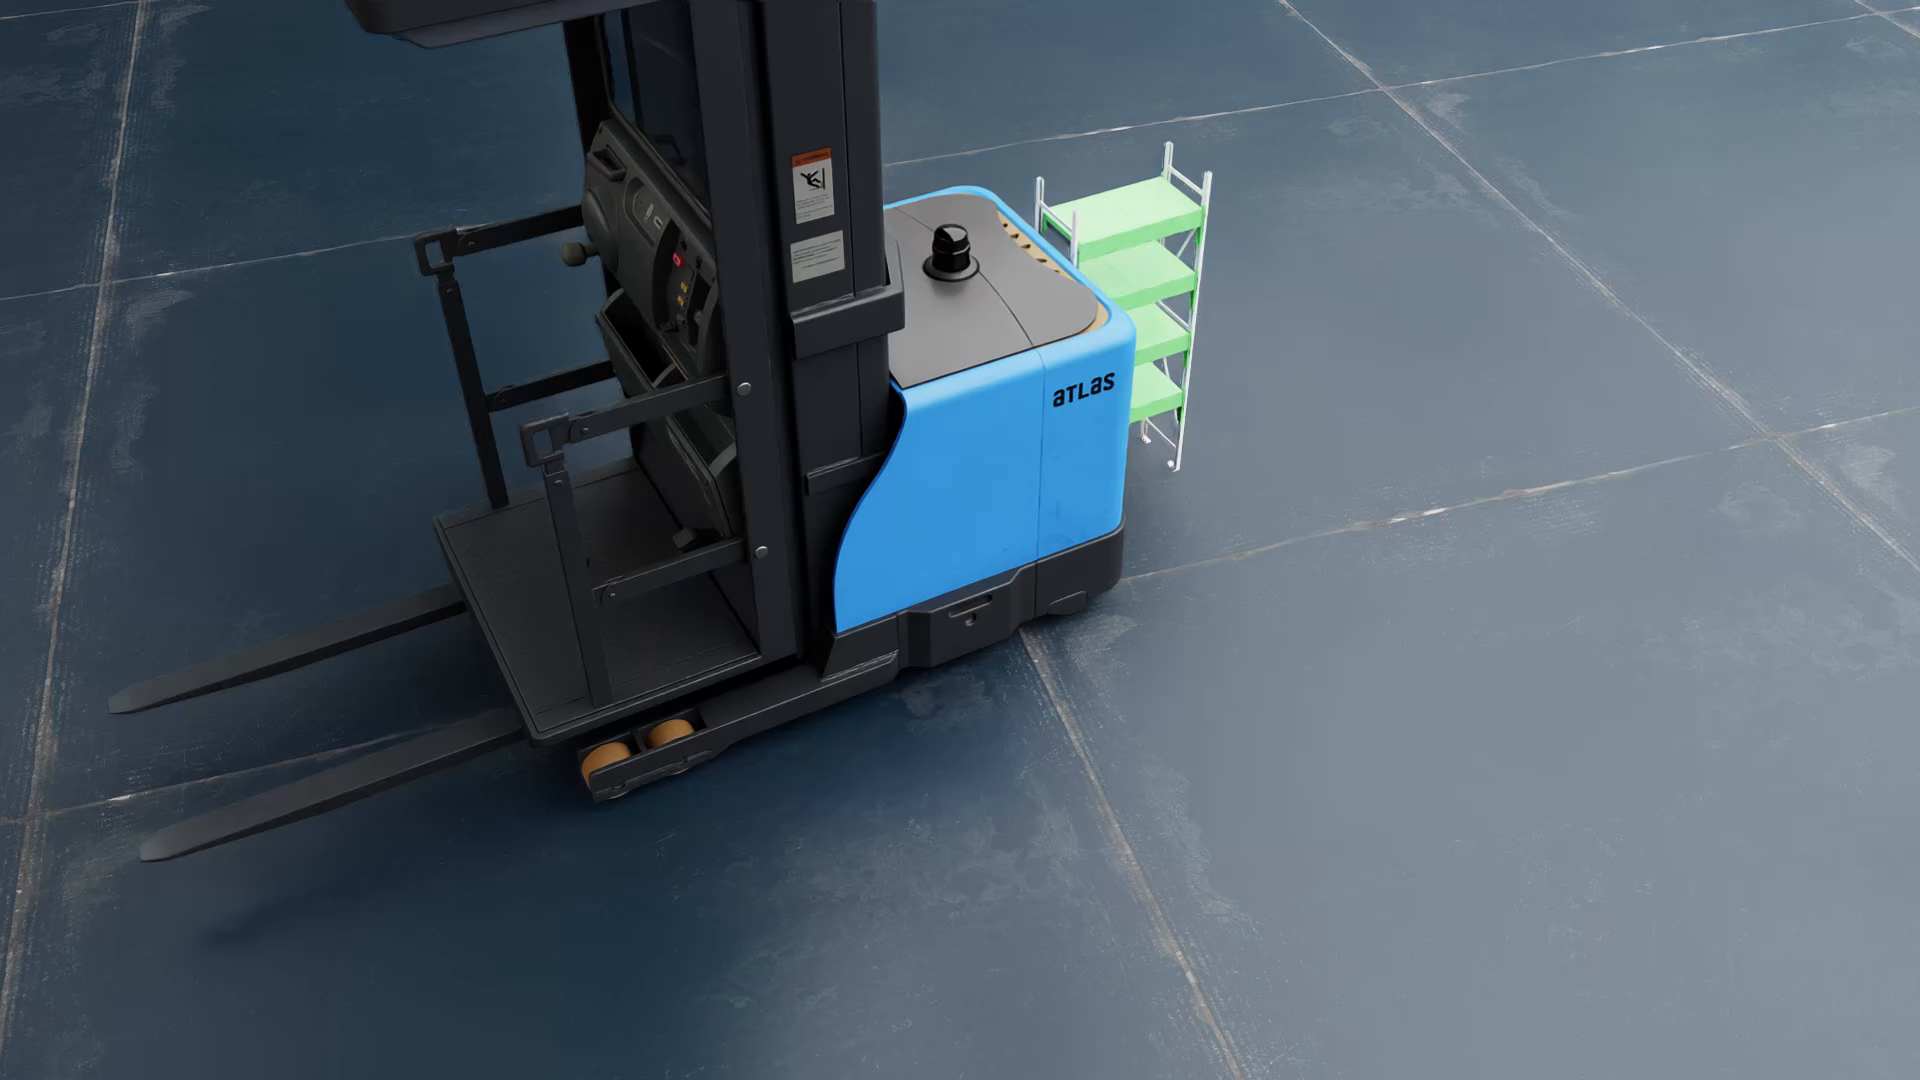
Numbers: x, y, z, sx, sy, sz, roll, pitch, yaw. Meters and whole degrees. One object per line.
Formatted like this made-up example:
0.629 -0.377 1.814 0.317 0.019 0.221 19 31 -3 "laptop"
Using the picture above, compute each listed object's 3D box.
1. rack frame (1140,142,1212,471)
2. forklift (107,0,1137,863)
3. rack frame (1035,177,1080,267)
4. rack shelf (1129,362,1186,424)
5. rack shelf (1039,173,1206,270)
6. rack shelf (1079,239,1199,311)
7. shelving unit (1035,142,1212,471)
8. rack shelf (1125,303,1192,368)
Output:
0.733 -0.773 5.722 0.015 1.200 0.240 -20 45 -21 "rack frame"
-1.009 -0.745 4.375 3.031 2.935 1.130 -20 45 -21 "forklift"
0.304 -0.620 5.548 0.015 1.200 0.240 -20 45 -21 "rack frame"
0.518 -0.467 5.835 0.480 0.148 0.258 -20 45 -21 "rack shelf"
0.518 -1.010 5.361 0.480 0.148 0.258 -20 45 -21 "rack shelf"
0.518 -0.829 5.519 0.480 0.148 0.258 -20 45 -21 "rack shelf"
0.518 -0.696 5.635 0.503 1.200 0.258 -20 45 -21 "shelving unit"
0.518 -0.648 5.677 0.480 0.148 0.258 -20 45 -21 "rack shelf"
